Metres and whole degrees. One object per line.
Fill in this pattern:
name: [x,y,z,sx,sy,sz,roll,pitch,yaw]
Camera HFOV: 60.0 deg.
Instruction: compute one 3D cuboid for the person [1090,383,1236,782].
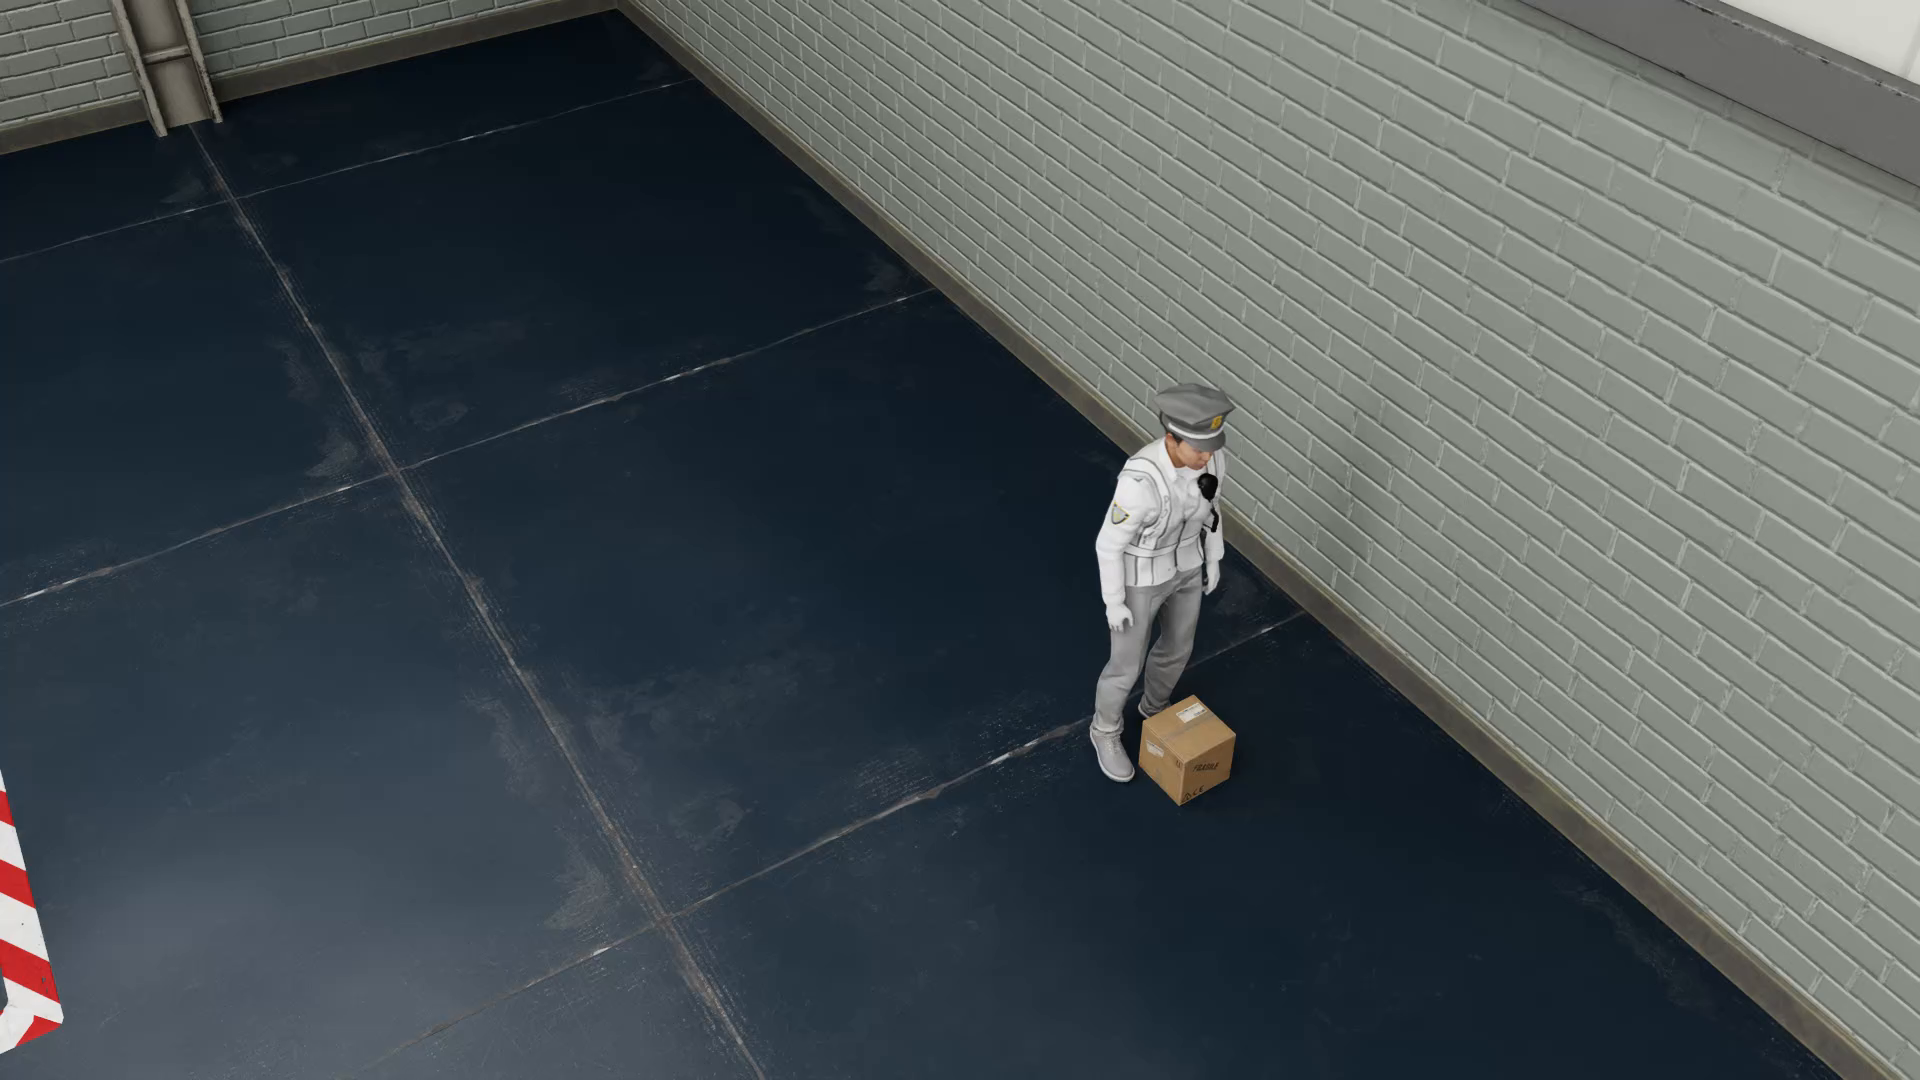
person: [0.724,0.136,5.998,0.528,1.663,0.374,-23,46,-24]
